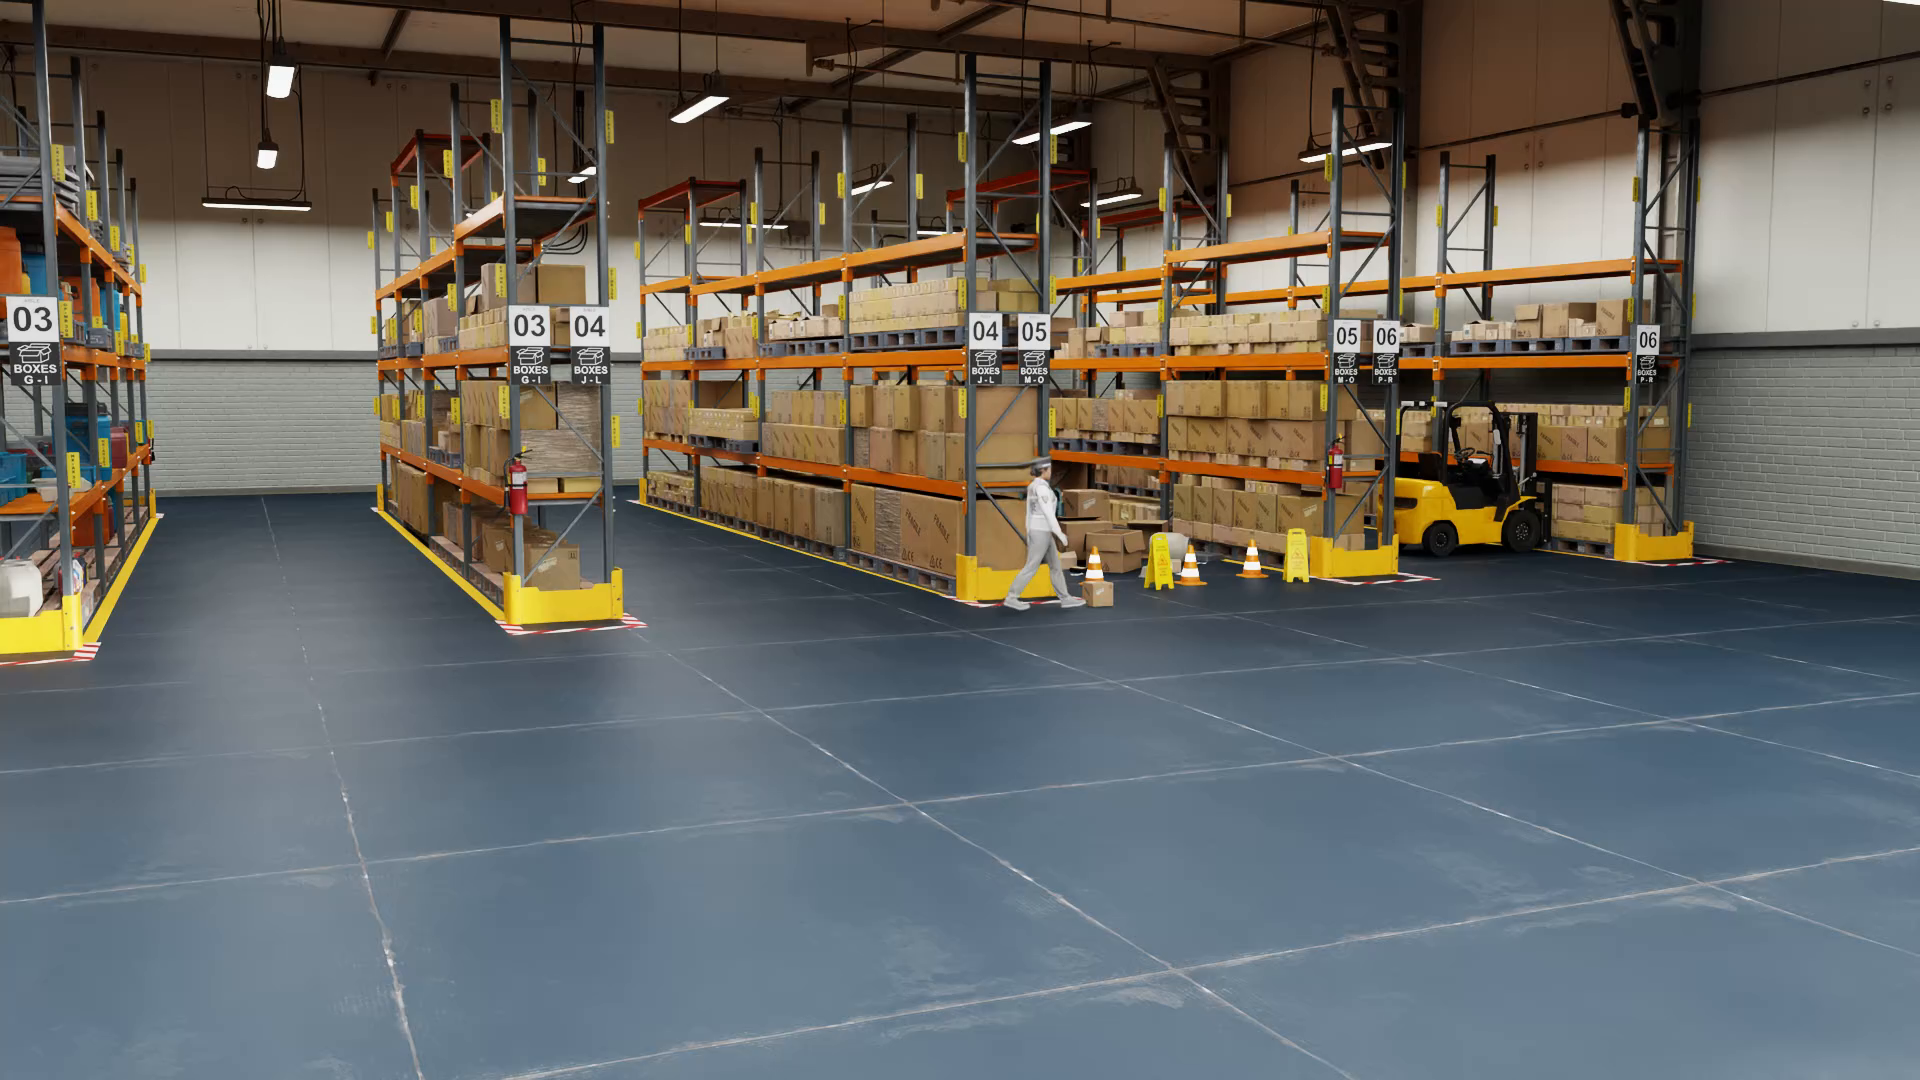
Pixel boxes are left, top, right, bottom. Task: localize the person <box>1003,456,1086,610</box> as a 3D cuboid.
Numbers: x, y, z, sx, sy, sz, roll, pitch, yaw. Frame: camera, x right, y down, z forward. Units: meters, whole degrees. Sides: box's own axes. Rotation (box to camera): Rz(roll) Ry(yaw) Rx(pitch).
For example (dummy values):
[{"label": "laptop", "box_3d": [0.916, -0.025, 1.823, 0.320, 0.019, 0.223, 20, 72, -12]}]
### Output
[{"label": "person", "box_3d": [0.913, -0.073, 17.676, 0.927, 1.633, 0.501, 0, 6, -5]}]
